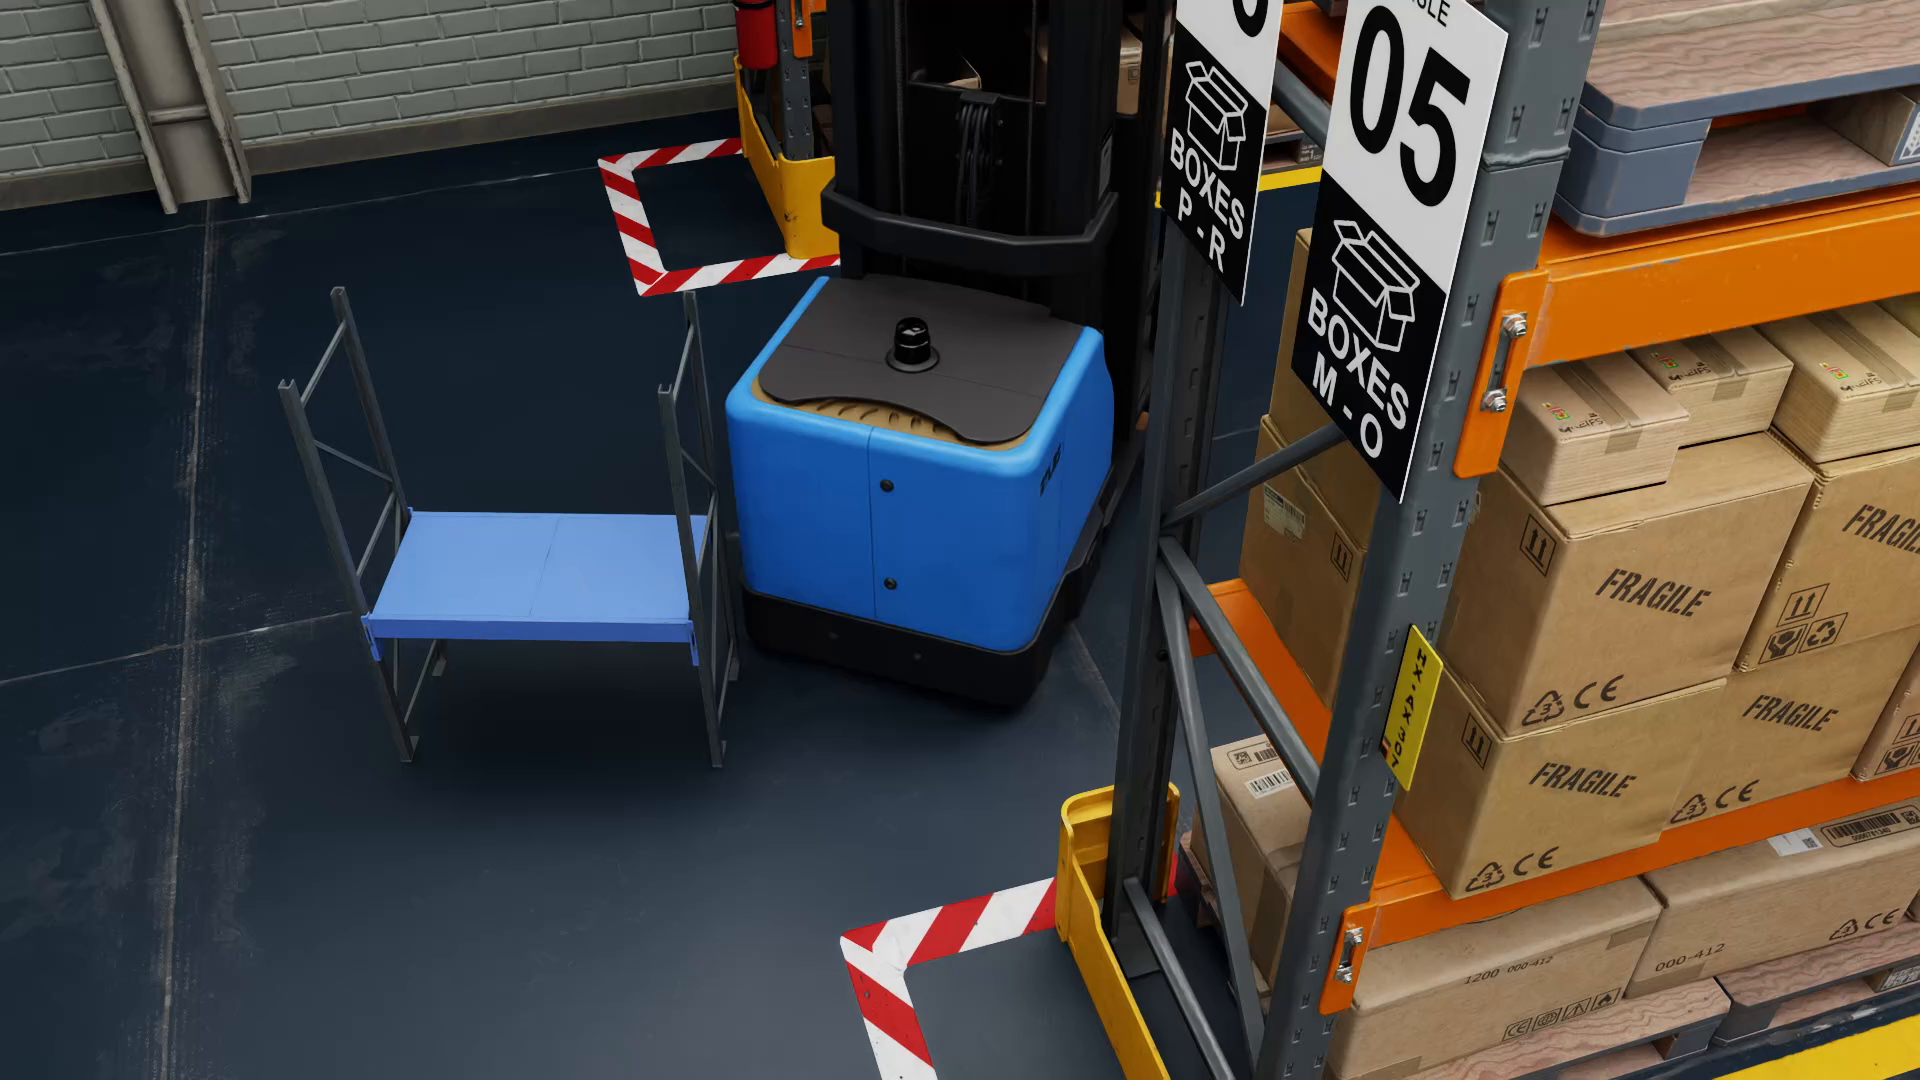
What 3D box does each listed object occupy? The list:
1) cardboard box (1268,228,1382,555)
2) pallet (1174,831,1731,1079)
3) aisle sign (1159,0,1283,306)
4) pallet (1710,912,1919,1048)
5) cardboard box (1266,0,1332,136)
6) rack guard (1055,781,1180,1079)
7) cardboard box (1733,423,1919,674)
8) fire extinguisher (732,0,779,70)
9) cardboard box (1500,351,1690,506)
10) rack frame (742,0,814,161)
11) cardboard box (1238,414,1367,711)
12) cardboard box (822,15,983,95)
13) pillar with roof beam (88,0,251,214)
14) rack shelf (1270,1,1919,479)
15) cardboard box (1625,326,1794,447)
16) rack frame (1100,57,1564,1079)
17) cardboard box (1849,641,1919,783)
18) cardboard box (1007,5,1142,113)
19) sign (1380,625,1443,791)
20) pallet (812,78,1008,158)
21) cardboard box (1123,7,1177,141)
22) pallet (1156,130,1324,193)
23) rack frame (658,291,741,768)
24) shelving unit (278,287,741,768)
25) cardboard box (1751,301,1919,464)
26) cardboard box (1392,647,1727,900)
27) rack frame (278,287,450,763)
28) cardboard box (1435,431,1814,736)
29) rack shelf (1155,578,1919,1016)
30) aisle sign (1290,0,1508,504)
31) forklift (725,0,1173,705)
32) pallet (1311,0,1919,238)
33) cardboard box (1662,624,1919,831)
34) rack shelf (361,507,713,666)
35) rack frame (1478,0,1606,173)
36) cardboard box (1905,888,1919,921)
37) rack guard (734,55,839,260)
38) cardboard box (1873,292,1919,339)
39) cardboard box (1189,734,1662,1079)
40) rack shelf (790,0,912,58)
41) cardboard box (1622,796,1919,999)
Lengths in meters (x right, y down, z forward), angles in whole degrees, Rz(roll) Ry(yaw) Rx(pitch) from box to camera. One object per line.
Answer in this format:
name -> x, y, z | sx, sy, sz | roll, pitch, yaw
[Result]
cardboard box -> 1.015, -0.355, 3.540 | 0.500, 0.500, 0.500 | -10, 42, -12
pallet -> 1.366, 1.147, 4.776 | 1.213, 0.211, 1.003 | -12, 42, -13
aisle sign -> 0.465, -0.855, 2.973 | 0.004, 0.787, 0.394 | -12, 42, -13
pallet -> 2.528, 0.909, 5.050 | 1.213, 0.211, 1.003 | -12, 42, -13
cardboard box -> 1.561, -2.438, 8.341 | 0.500, 0.500, 0.700 | -13, 43, -15
rack guard -> 0.604, 1.250, 4.439 | 0.348, 0.500, 1.175 | -12, 42, -13
cardboard box -> 1.661, -0.133, 3.286 | 0.500, 0.500, 0.500 | -13, 43, -14
fire extinguisher -> -0.869, -2.321, 6.969 | 0.183, 0.674, 0.296 | -12, 42, -13
cardboard box -> 1.049, -0.251, 2.928 | 0.250, 0.149, 0.380 | -11, 42, -12
rack frame -> -0.868, -2.810, 7.186 | 0.127, 3.000, 1.000 | -12, 42, -13
cardboard box -> 1.008, 0.005, 3.888 | 0.500, 0.500, 0.500 | -11, 42, -13
cardboard box -> -0.256, -2.089, 7.940 | 0.637, 0.503, 0.797 | -13, 43, -15
pillar with roof beam -> -2.417, -2.400, 2.158 | 0.400, 9.000, 9.100 | -12, 42, -13
rack shelf -> 2.535, -0.950, 3.324 | 4.000, 0.370, 1.077 | -12, 42, -13
cardboard box -> 1.277, -0.347, 3.038 | 0.250, 0.149, 0.380 | -11, 42, -12
rack frame -> 0.627, 0.304, 3.622 | 0.127, 3.000, 1.000 | -12, 42, -13
cardboard box -> 2.136, 0.145, 3.728 | 0.500, 0.500, 0.500 | -12, 43, -13
cardboard box -> 0.571, -2.233, 8.106 | 0.500, 0.500, 0.700 | -10, 42, -11
sign -> 0.788, 0.298, 2.911 | 0.005, 0.325, 0.100 | -12, 42, -13
pallet -> -0.035, -1.933, 8.302 | 1.213, 0.211, 1.003 | -12, 42, -13
cardboard box -> 1.106, -2.274, 8.154 | 0.500, 0.500, 0.500 | -11, 42, -12
pallet -> 1.127, -2.172, 8.575 | 1.213, 0.211, 1.003 | -12, 42, -13
rack frame -> -0.783, 0.011, 5.098 | 0.032, 1.500, 0.500 | 1, 41, 1
shelving unit -> -1.291, 0.004, 5.106 | 1.048, 1.500, 0.538 | 1, 41, 1
cardboard box -> 1.560, -0.327, 3.015 | 0.250, 0.149, 0.380 | -10, 42, -12
cardboard box -> 1.171, 0.352, 3.491 | 0.500, 0.500, 0.500 | -12, 43, -13
rack frame -> -1.799, -0.003, 5.114 | 0.032, 1.500, 0.500 | 1, 41, 1
cardboard box -> 1.170, -0.026, 3.164 | 0.500, 0.500, 0.500 | -13, 43, -14
rack shelf -> 2.535, 0.180, 4.311 | 4.000, 0.370, 1.077 | -12, 42, -13
aisle sign -> 0.645, -0.479, 2.542 | 0.004, 0.787, 0.394 | -12, 42, -13
forklift -> 0.218, -1.536, 5.780 | 1.130, 2.935, 3.031 | 13, 43, 14
pallet -> 1.331, -0.945, 2.839 | 1.213, 0.211, 1.003 | -12, 42, -13
cardboard box -> 1.645, 0.234, 3.626 | 0.500, 0.500, 0.500 | -12, 43, -14
rack shelf -> -1.291, 0.139, 5.224 | 1.000, 0.185, 0.538 | 1, 41, 1
rack frame -> 0.627, -1.955, 1.648 | 0.127, 3.000, 1.000 | -12, 42, -13
cardboard box -> 2.957, 0.554, 4.964 | 0.875, 0.438, 0.875 | -13, 43, -14
rack guard -> -0.795, -1.884, 8.026 | 0.348, 0.500, 1.175 | -12, 42, -13
cardboard box -> 1.805, -0.390, 3.087 | 0.250, 0.149, 0.380 | -13, 43, -14
cardboard box -> 1.226, 0.918, 4.548 | 0.875, 0.438, 0.875 | -13, 43, -15
rack shelf -> 1.040, -2.934, 7.876 | 4.000, 0.370, 1.077 | -12, 42, -13
cardboard box -> 2.097, 0.732, 4.761 | 0.875, 0.438, 0.875 | -11, 42, -12
